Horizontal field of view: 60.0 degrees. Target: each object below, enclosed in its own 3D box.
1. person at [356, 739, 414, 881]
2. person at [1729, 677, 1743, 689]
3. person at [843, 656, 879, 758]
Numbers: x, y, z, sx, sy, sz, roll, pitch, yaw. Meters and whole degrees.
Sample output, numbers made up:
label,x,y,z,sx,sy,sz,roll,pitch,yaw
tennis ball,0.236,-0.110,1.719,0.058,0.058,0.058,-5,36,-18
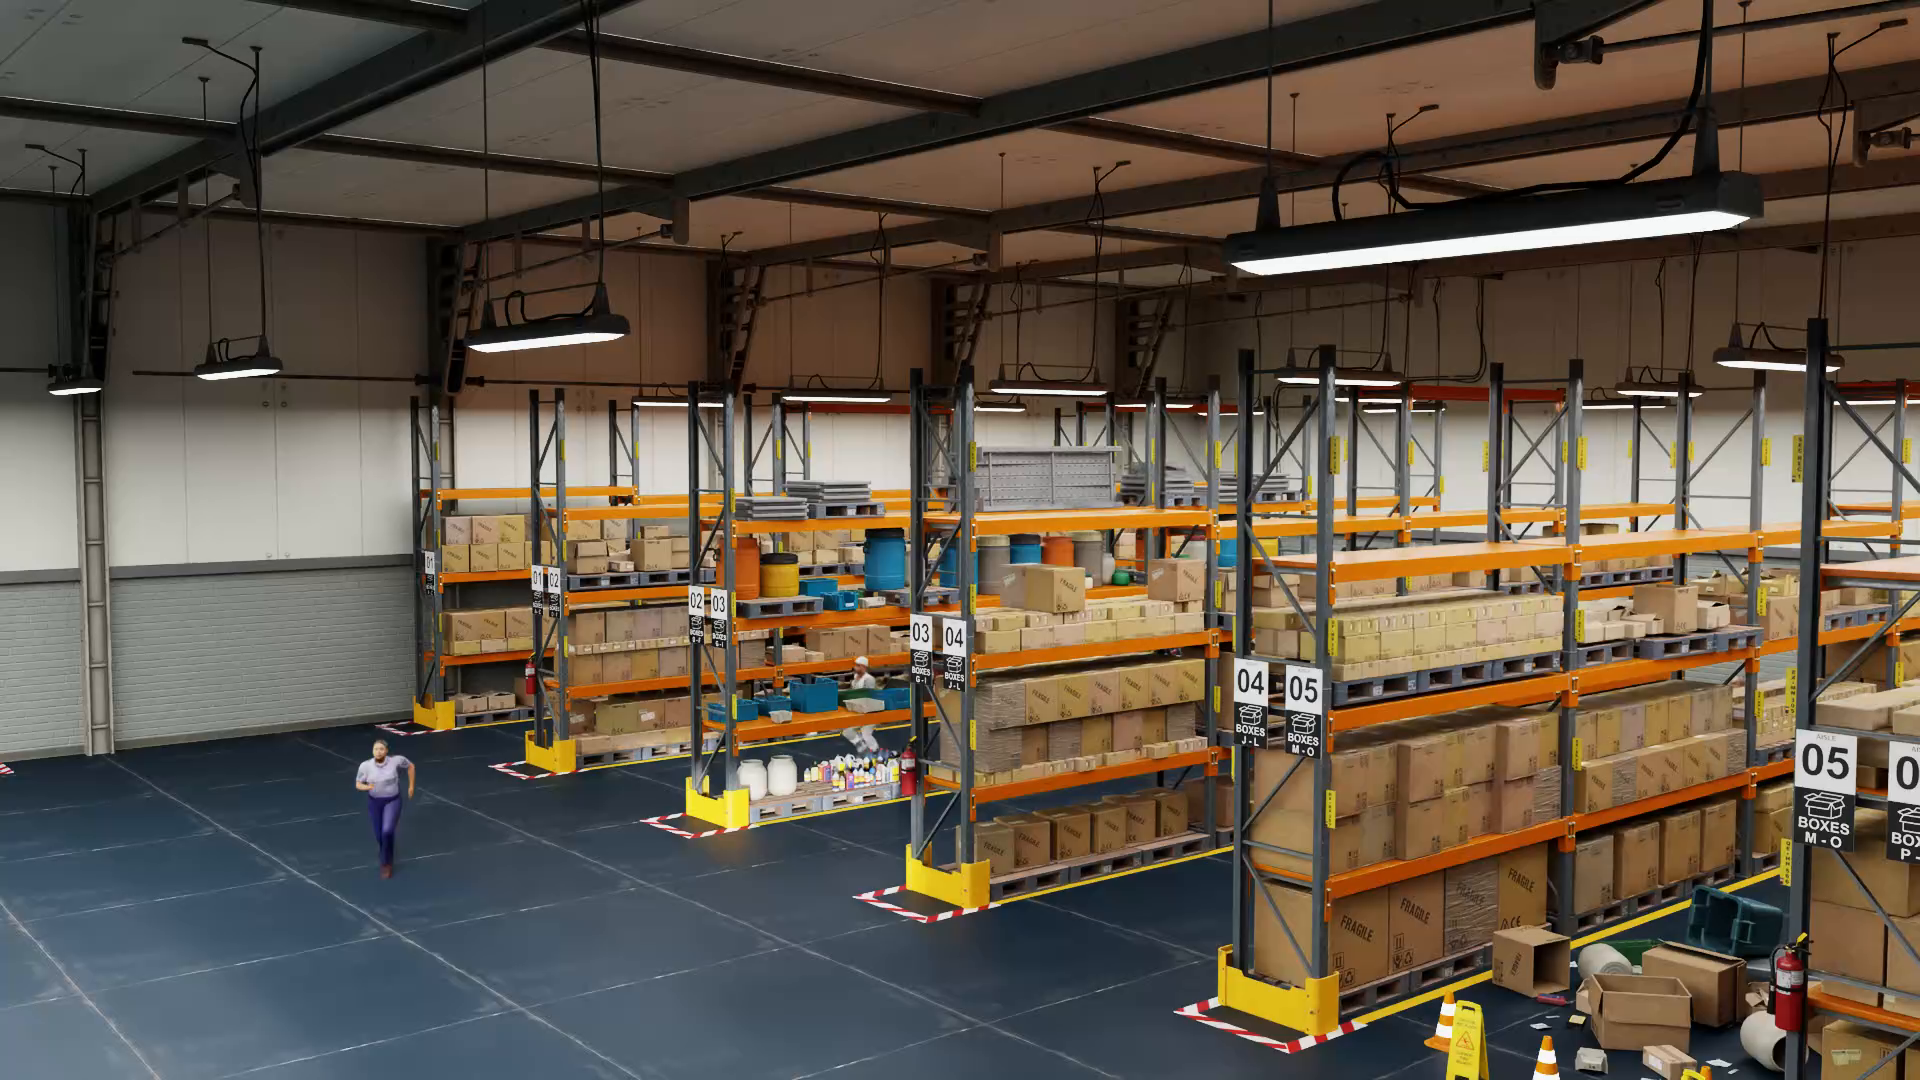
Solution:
label,x,y,z,sx,sy,sz,roll,pitch,yaw
person,-6.869,3.185,19.816,0.588,1.671,0.815,-1,3,-9
person,11.123,2.898,23.913,1.009,1.715,0.730,-2,4,-35
person,-1.592,2.713,26.425,0.742,1.740,0.652,-3,5,-43
